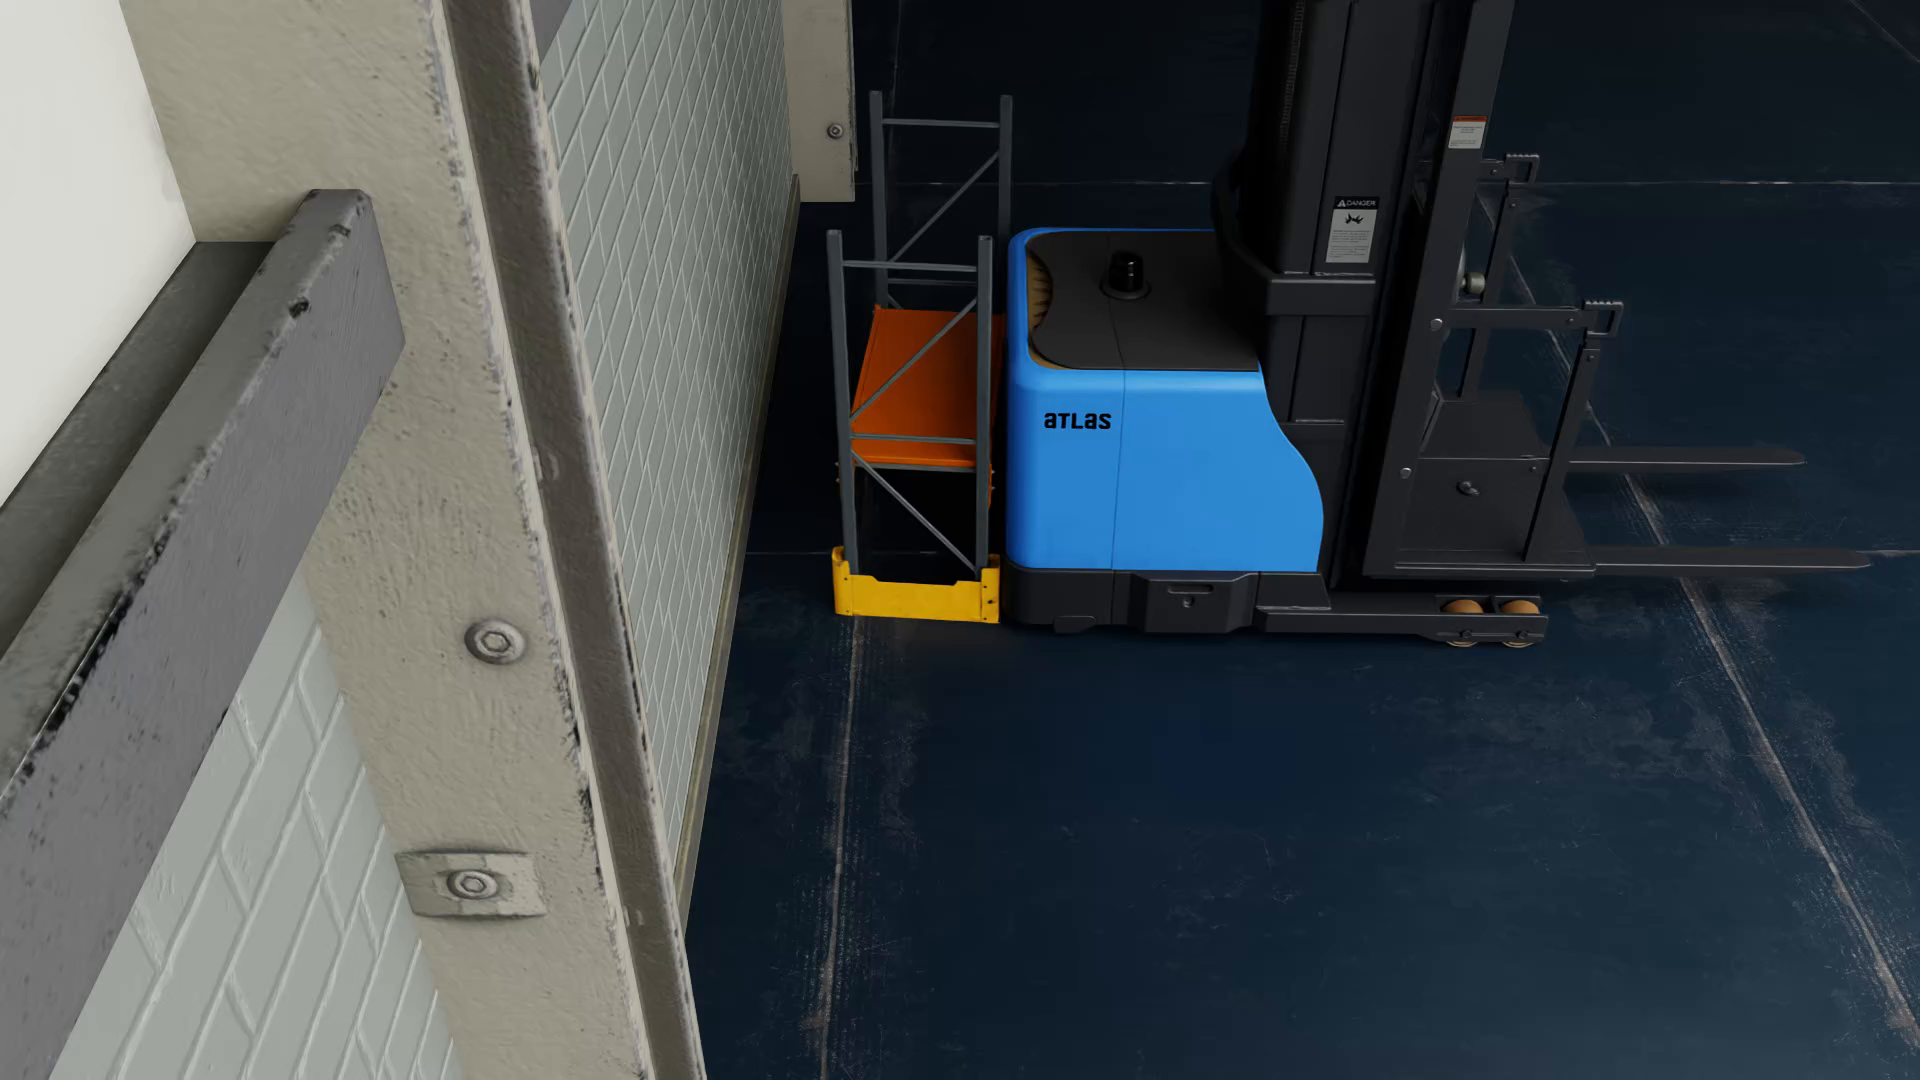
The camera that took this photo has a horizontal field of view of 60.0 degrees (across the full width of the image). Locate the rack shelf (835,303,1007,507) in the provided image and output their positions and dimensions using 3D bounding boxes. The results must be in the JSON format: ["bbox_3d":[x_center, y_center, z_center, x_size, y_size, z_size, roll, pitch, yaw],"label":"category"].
[{"bbox_3d":[-0.110,-0.506,5.970,0.538,0.185,1.000,3,39,4],"label":"rack shelf"}]

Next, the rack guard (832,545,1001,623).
[{"bbox_3d":[-0.152,0.157,5.854,0.587,0.250,0.087,3,39,4],"label":"rack guard"}]

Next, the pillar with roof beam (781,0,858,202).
[{"bbox_3d":[3.619,-5.343,5.722,9.100,9.000,0.400,0,39,0],"label":"pillar with roof beam"}]

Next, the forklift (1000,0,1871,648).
[{"bbox_3d":[1.665,-1.108,5.288,3.031,2.935,1.130,1,39,1],"label":"forklift"}]

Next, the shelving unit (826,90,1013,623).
[{"bbox_3d":[-0.110,-0.641,5.851,0.587,1.500,1.083,3,39,4],"label":"shelving unit"}]

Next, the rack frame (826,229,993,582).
[{"bbox_3d":[-0.152,-0.330,5.462,0.500,1.500,0.032,3,39,4],"label":"rack frame"}]

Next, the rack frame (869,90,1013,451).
[{"bbox_3d":[-0.067,-0.964,6.253,0.500,1.500,0.032,3,39,4],"label":"rack frame"}]
